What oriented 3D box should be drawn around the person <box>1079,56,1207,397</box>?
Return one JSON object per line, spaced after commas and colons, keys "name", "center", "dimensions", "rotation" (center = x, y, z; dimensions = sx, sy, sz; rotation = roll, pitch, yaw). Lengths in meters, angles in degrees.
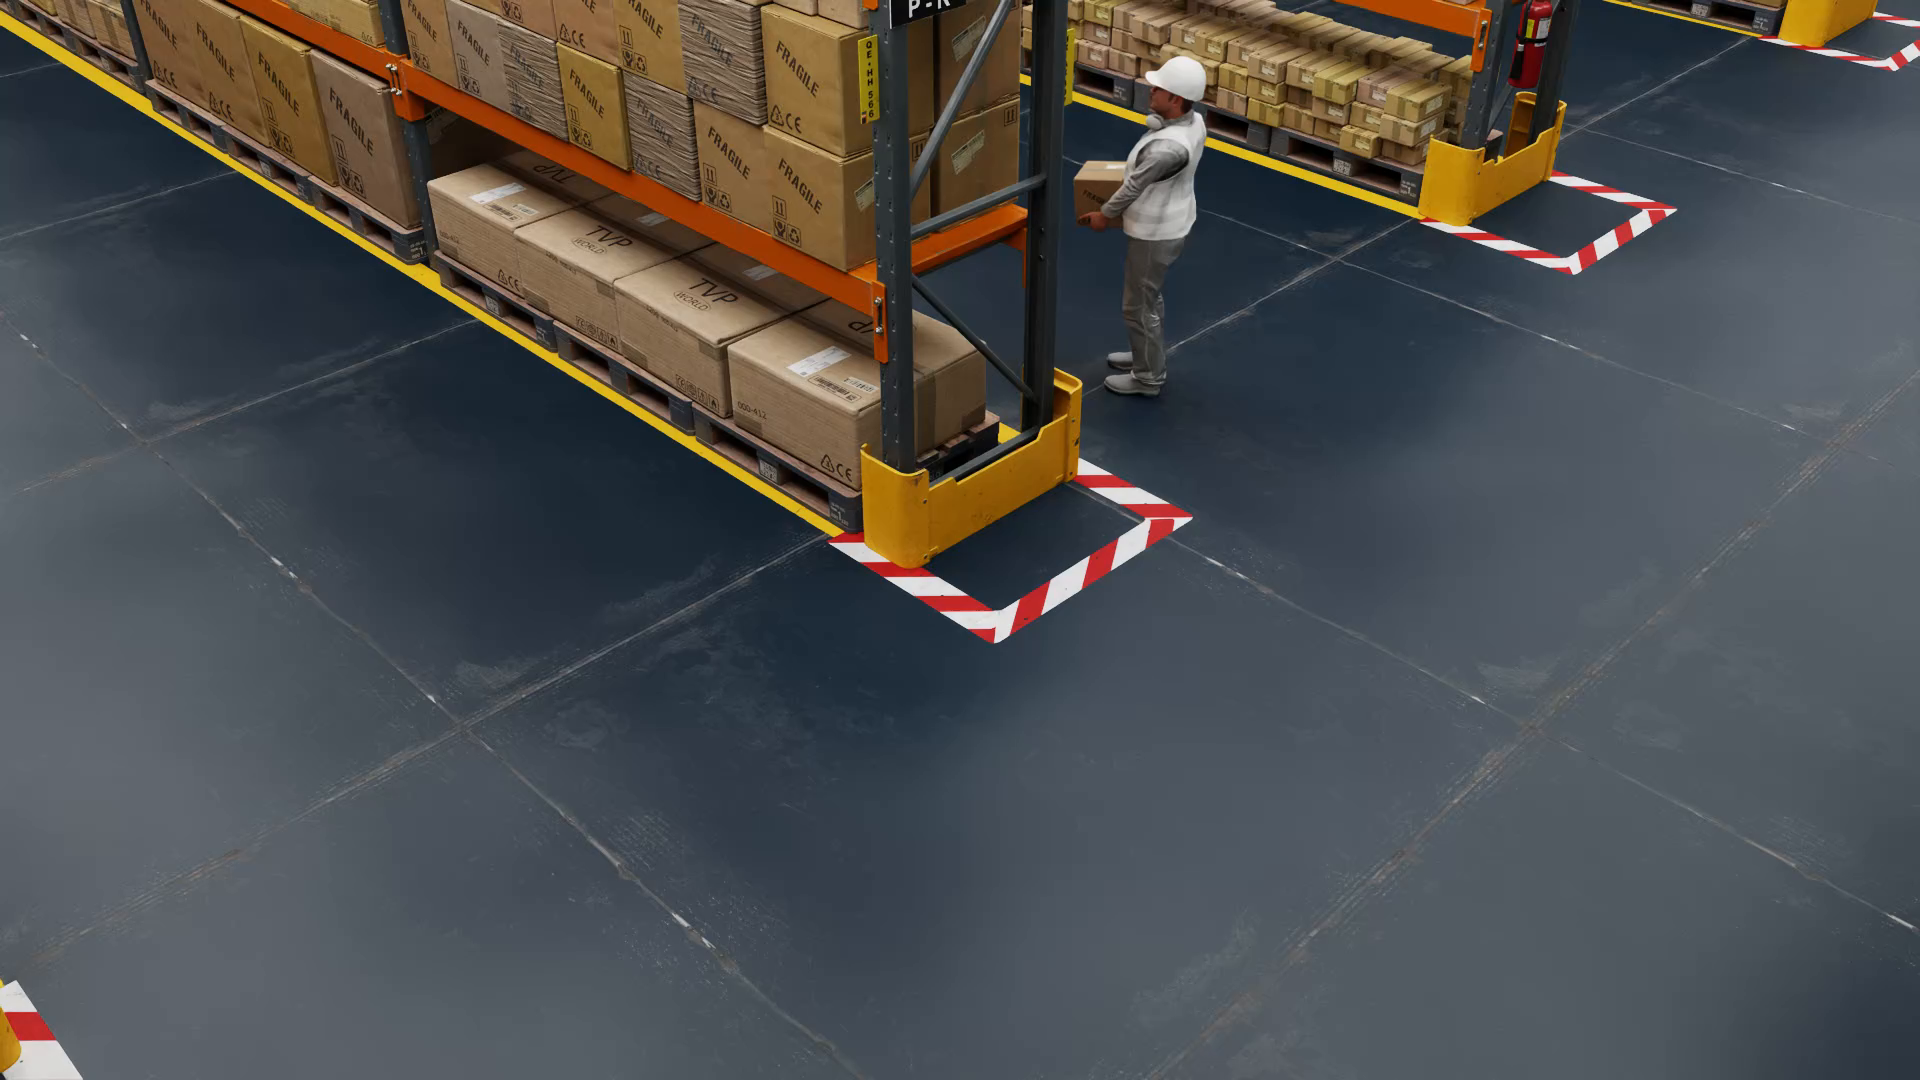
{"name": "person", "center": [0.897, -1.578, 8.366], "dimensions": [0.558, 1.762, 0.494], "rotation": [12, 37, 16]}
